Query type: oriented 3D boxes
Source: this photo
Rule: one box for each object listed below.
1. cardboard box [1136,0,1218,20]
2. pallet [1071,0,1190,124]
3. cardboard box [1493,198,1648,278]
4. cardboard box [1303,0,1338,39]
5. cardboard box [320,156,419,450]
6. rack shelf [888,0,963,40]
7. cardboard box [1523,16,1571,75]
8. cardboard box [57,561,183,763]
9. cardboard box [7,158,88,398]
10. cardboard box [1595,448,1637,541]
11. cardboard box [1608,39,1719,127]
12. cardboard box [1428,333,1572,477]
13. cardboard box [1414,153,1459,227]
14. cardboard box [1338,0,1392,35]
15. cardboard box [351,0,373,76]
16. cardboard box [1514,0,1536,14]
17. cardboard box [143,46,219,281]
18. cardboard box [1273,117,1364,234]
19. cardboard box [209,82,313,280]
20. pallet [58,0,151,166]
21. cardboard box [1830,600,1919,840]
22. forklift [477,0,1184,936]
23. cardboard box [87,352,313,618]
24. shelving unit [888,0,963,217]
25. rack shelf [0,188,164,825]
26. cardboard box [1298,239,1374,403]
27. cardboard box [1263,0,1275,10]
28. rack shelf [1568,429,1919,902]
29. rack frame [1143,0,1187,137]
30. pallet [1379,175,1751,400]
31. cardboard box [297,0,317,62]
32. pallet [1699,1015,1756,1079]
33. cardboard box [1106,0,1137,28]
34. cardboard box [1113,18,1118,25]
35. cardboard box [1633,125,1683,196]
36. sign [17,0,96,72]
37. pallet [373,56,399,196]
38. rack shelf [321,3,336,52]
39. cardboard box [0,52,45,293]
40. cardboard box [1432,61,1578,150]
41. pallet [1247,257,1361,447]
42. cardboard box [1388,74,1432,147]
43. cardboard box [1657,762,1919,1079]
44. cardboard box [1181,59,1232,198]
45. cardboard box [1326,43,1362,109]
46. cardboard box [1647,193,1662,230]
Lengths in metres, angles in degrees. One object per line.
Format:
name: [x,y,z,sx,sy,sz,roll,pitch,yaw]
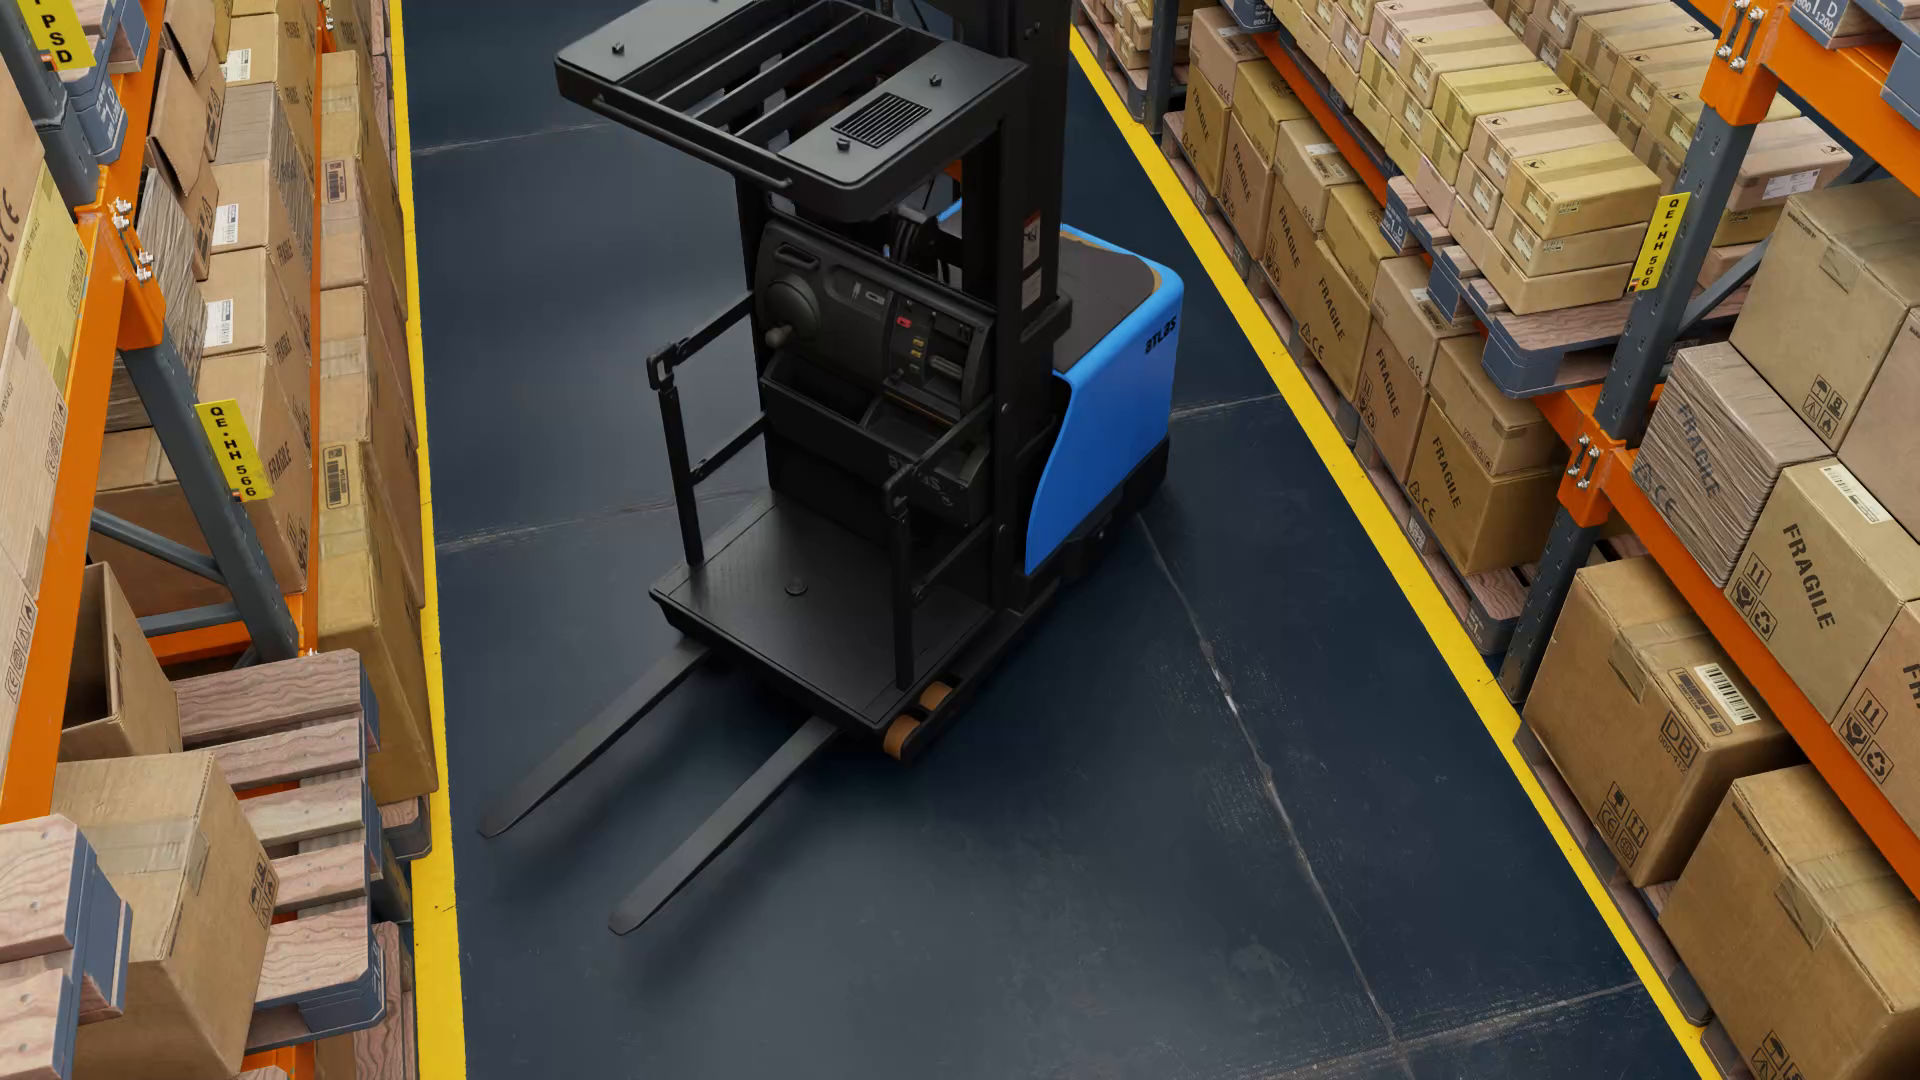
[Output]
cardboard box: [1.140,-2.887,8.765,0.380,0.149,0.250,-9,46,-9]
pallet: [1.276,-2.813,9.359,1.003,0.211,1.213,-11,47,-10]
cardboard box: [1.940,-0.991,5.295,0.380,0.149,0.250,-10,46,-9]
cardboard box: [1.541,-2.060,6.342,0.380,0.149,0.250,-12,47,-11]
cardboard box: [-2.925,-0.843,6.670,1.225,0.875,0.875,-12,47,-12]
rack shelf: [0.013,-2.143,6.418,0.431,0.518,0.480,-32,54,-28]
cardboard box: [2.306,-1.821,6.108,0.380,0.149,0.250,-11,47,-10]
cardboard box: [-2.137,0.450,3.844,0.500,0.500,0.500,-16,48,-15]
cardboard box: [-1.955,-0.447,3.093,0.500,0.250,0.500,-11,47,-10]
cardboard box: [2.572,-0.377,6.476,0.500,0.500,0.500,-13,47,-12]
cardboard box: [2.446,-1.547,5.631,0.380,0.149,0.250,-11,47,-11]
cardboard box: [2.078,-0.529,6.099,0.500,0.250,0.500,-12,47,-11]
cardboard box: [1.808,-1.235,5.742,0.380,0.149,0.250,-10,46,-10]
cardboard box: [1.609,-1.985,6.061,0.380,0.149,0.250,-9,46,-8]
cardboard box: [-3.660,-2.990,8.773,0.875,0.875,0.875,-11,47,-10]
cardboard box: [2.238,-2.099,6.172,0.380,0.149,0.250,-9,46,-9]
cardboard box: [-2.650,-1.078,4.933,0.797,0.503,0.637,-10,46,-9]
cardboard box: [1.681,-1.588,7.137,0.500,0.250,0.500,-9,46,-9]
cardboard box: [-2.570,-1.208,5.763,0.500,0.500,0.500,-11,47,-10]
pallet: [-2.530,-1.152,3.811,1.213,0.211,1.003,-9,46,-8]
cardboard box: [2.622,0.453,4.136,0.500,0.500,0.500,-11,47,-10]
forklift: [-0.427,-0.635,5.320,1.130,2.935,3.031,28,52,25]
cardboard box: [-2.175,-0.154,4.730,0.500,0.500,0.500,-9,46,-9]
shelving unit: [0.013,-1.663,6.909,0.431,2.100,0.503,-32,54,-28]
rack shelf: [-1.802,0.849,2.221,1.077,0.370,4.000,-11,47,-10]
cardboard box: [1.805,-0.970,7.057,0.500,0.500,0.500,-13,47,-12]
cardboard box: [1.404,-2.322,6.807,0.380,0.149,0.250,-13,47,-12]
rack shelf: [3.019,1.062,4.112,1.077,0.370,4.000,-11,47,-10]
rack frame: [1.483,-3.332,7.915,1.000,3.000,0.127,-11,47,-10]
pallet: [2.221,-0.976,5.740,1.213,0.211,1.003,-11,47,-10]
cardboard box: [-2.954,-2.257,6.792,0.500,0.500,0.500,-11,47,-10]
pallet: [2.944,1.804,4.834,1.003,0.211,1.213,-11,47,-10]
cardboard box: [1.013,-2.929,9.014,0.380,0.149,0.250,-13,47,-12]
cardboard box: [1.067,-2.884,9.178,0.380,0.149,0.250,-10,46,-9]
cardboard box: [2.506,-1.291,5.588,0.380,0.149,0.250,-9,46,-8]
sign: [-1.789,-1.062,3.228,0.100,0.325,0.005,-11,47,-10]
pallet: [-3.457,-2.058,8.619,1.003,0.211,1.213,-11,47,-10]
rack shelf: [-3.850,-3.624,8.705,1.077,0.370,4.000,-11,47,-10]
cardboard box: [-1.950,-0.709,2.825,0.500,0.500,0.500,-10,46,-9]
cardboard box: [1.809,-1.447,5.533,0.380,0.149,0.250,-9,46,-9]
pallet: [1.999,-0.975,7.558,1.003,0.211,1.213,-11,47,-10]
cardboard box: [1.737,-1.529,5.822,0.380,0.149,0.250,-11,47,-10]
cardboard box: [2.803,1.110,4.843,1.050,0.750,0.750,-10,46,-10]
cardboard box: [1.415,-2.045,8.110,0.500,0.500,0.500,-9,46,-9]
cardboard box: [1.613,-1.772,6.269,0.380,0.149,0.250,-9,46,-9]
cardboard box: [2.519,-1.160,5.669,0.380,0.149,0.250,-9,46,-8]
